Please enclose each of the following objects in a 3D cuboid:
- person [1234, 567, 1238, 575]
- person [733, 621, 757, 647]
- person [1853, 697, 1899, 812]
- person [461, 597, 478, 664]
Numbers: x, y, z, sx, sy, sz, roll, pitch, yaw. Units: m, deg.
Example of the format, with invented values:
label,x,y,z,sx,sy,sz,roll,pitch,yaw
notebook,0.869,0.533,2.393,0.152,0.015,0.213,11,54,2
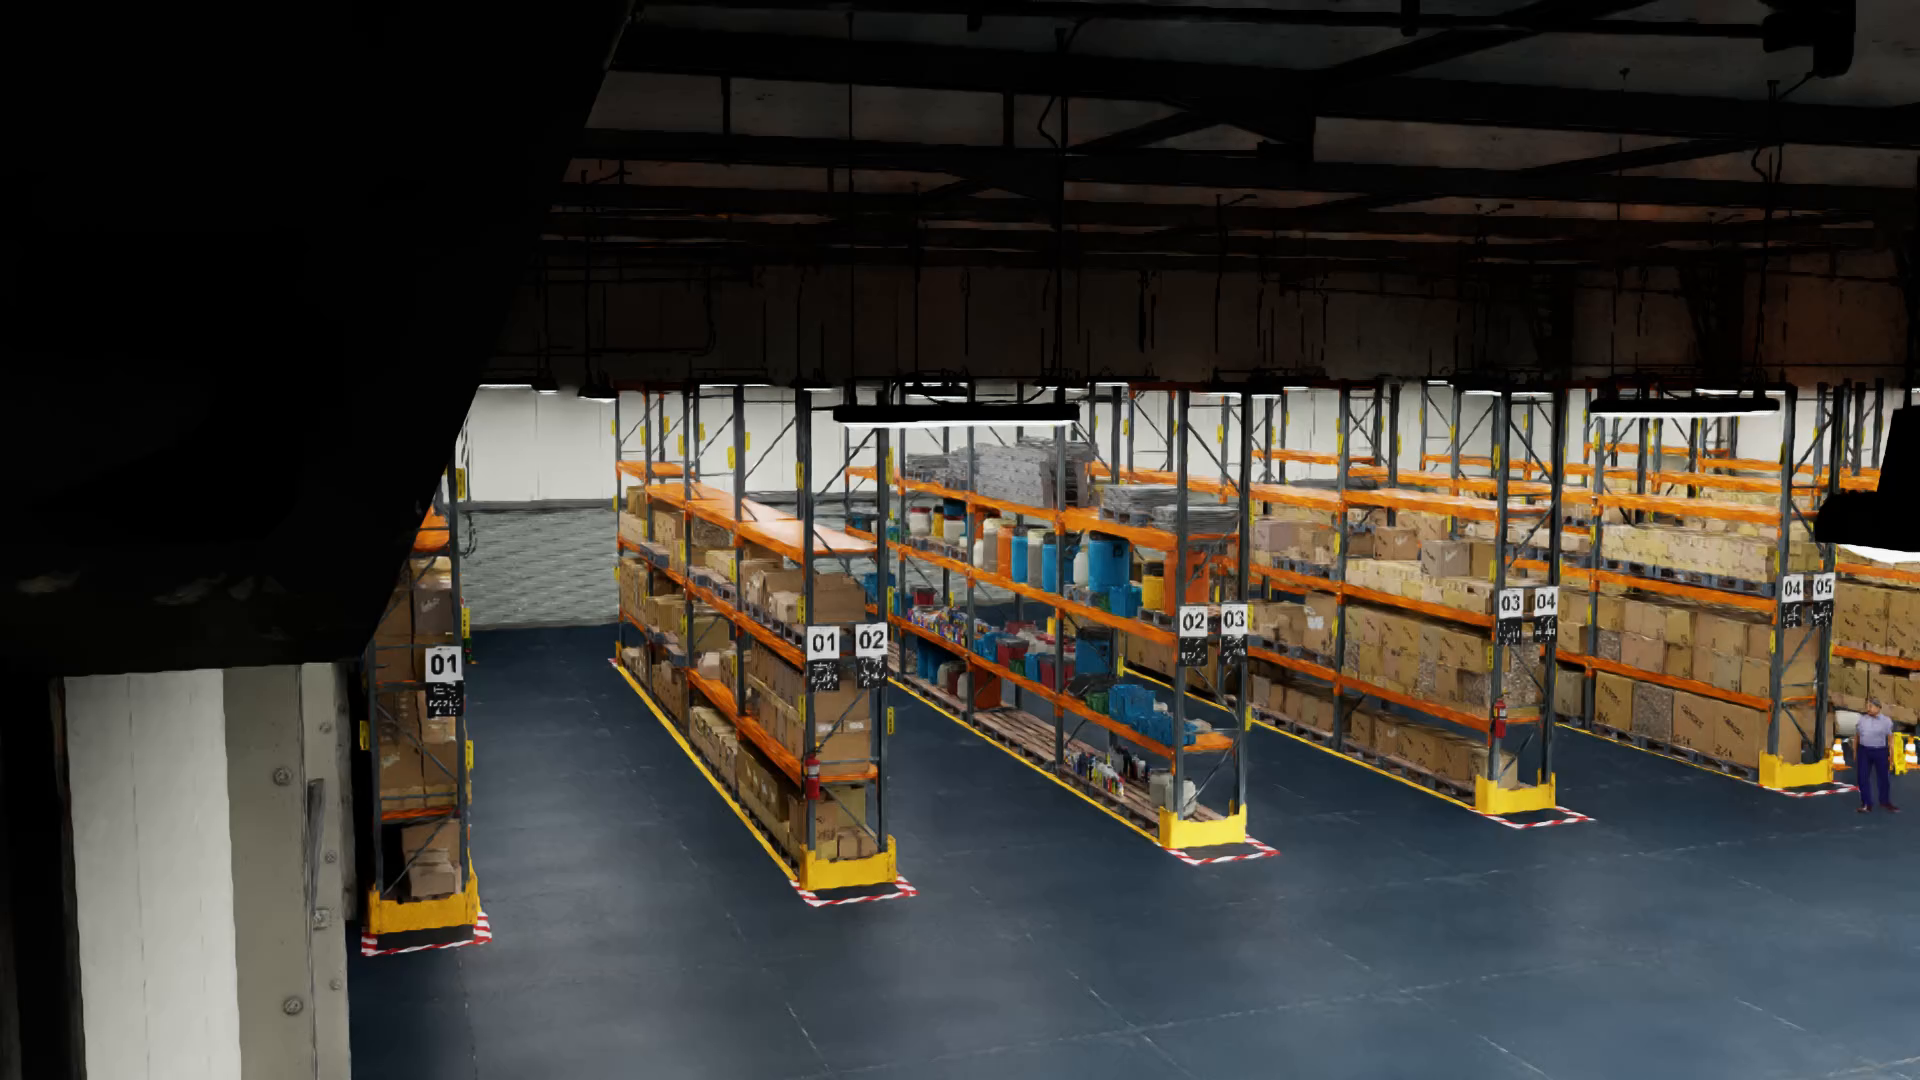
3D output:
label,x,y,z,sx,sy,sz,roll,pitch,yaw
person,7.606,0.779,44.788,0.473,1.686,0.542,1,6,14
person,-4.613,1.699,35.780,0.577,1.691,1.121,-2,6,-18
person,13.005,3.035,23.593,0.594,1.636,0.530,6,8,43
person,-10.611,1.775,34.934,0.678,1.725,0.789,-5,8,-39
